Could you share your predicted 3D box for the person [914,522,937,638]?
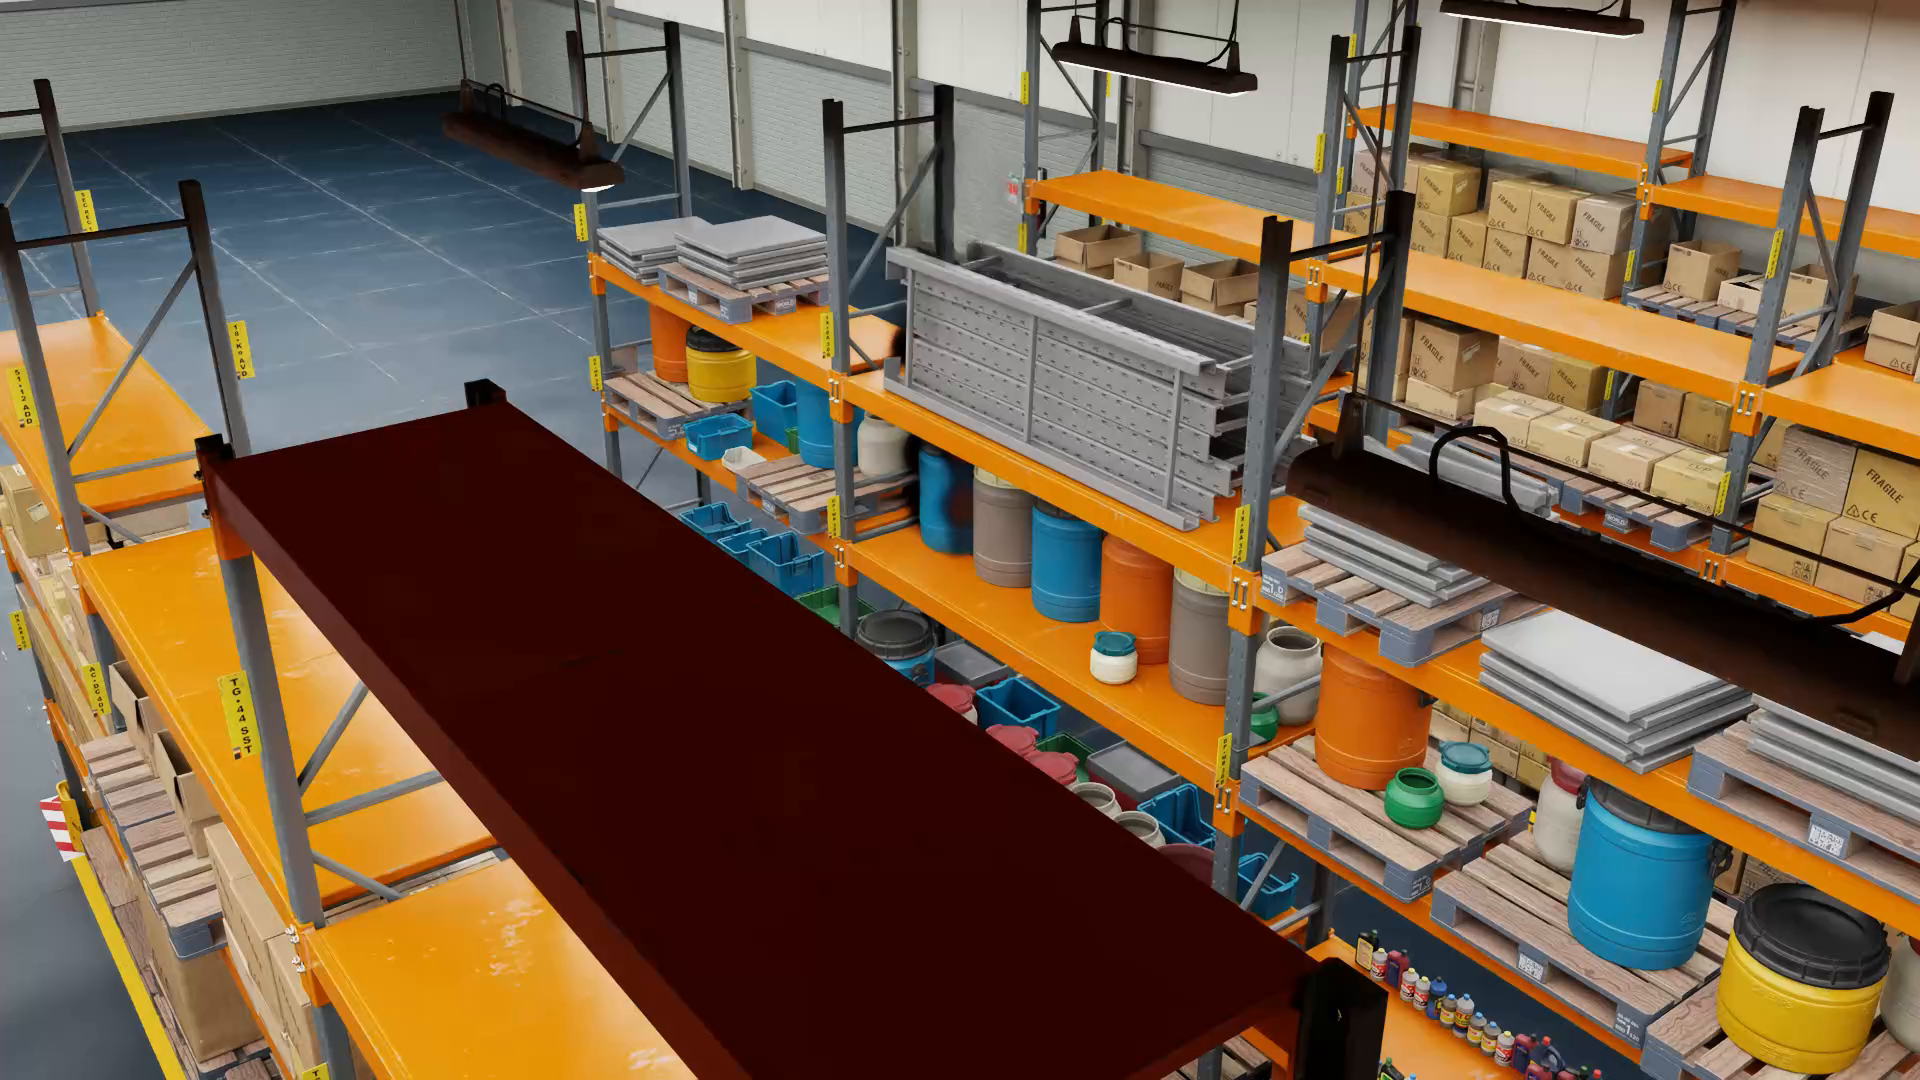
[{"bbox_3d":[-0.287,0.279,15.770,0.543,1.597,0.812,-19,31,-36],"label":"person"}]
